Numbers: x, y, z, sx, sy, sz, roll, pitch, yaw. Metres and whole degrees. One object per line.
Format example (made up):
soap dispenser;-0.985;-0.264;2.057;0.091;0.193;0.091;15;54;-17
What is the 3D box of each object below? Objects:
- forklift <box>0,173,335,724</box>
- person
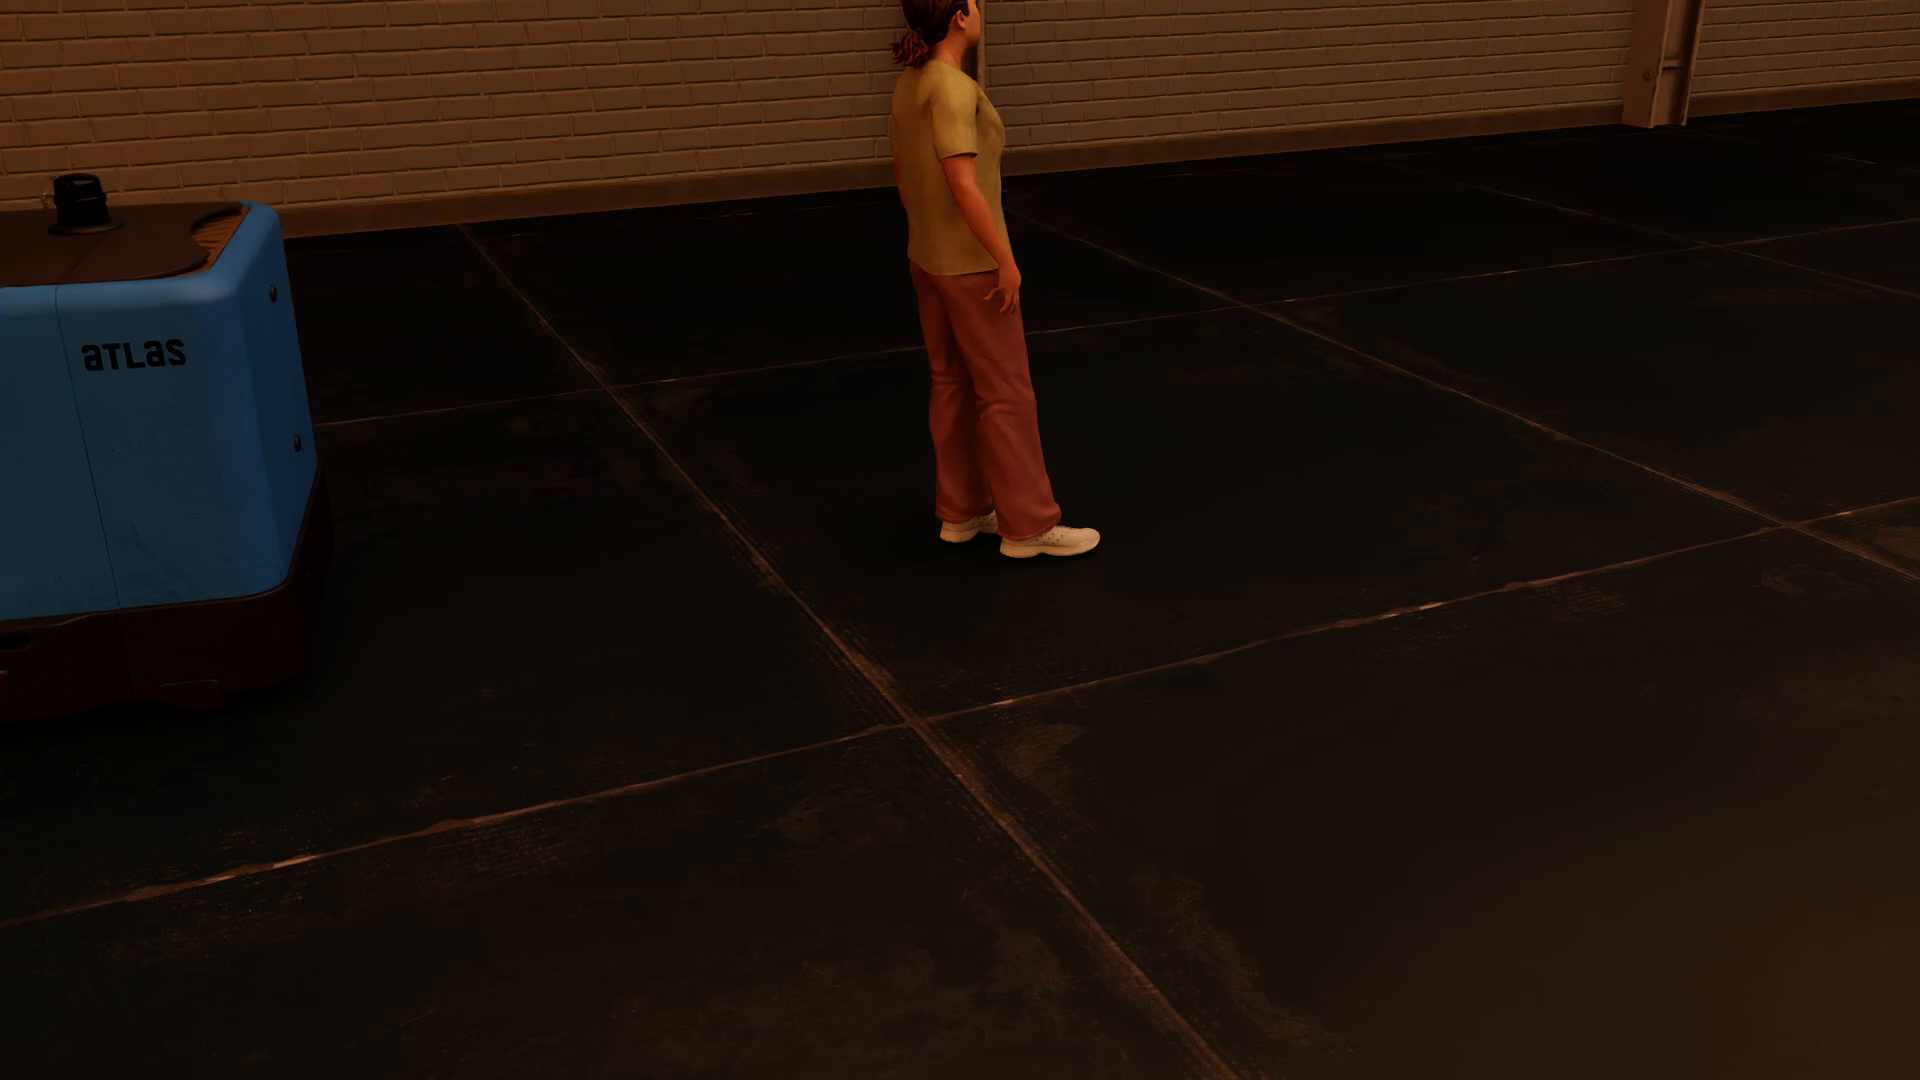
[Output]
forklift;-3.208;-0.982;3.650;3.031;2.935;1.130;-6;23;-13
person;0.072;-0.789;4.802;0.548;1.673;0.553;-10;25;-23
